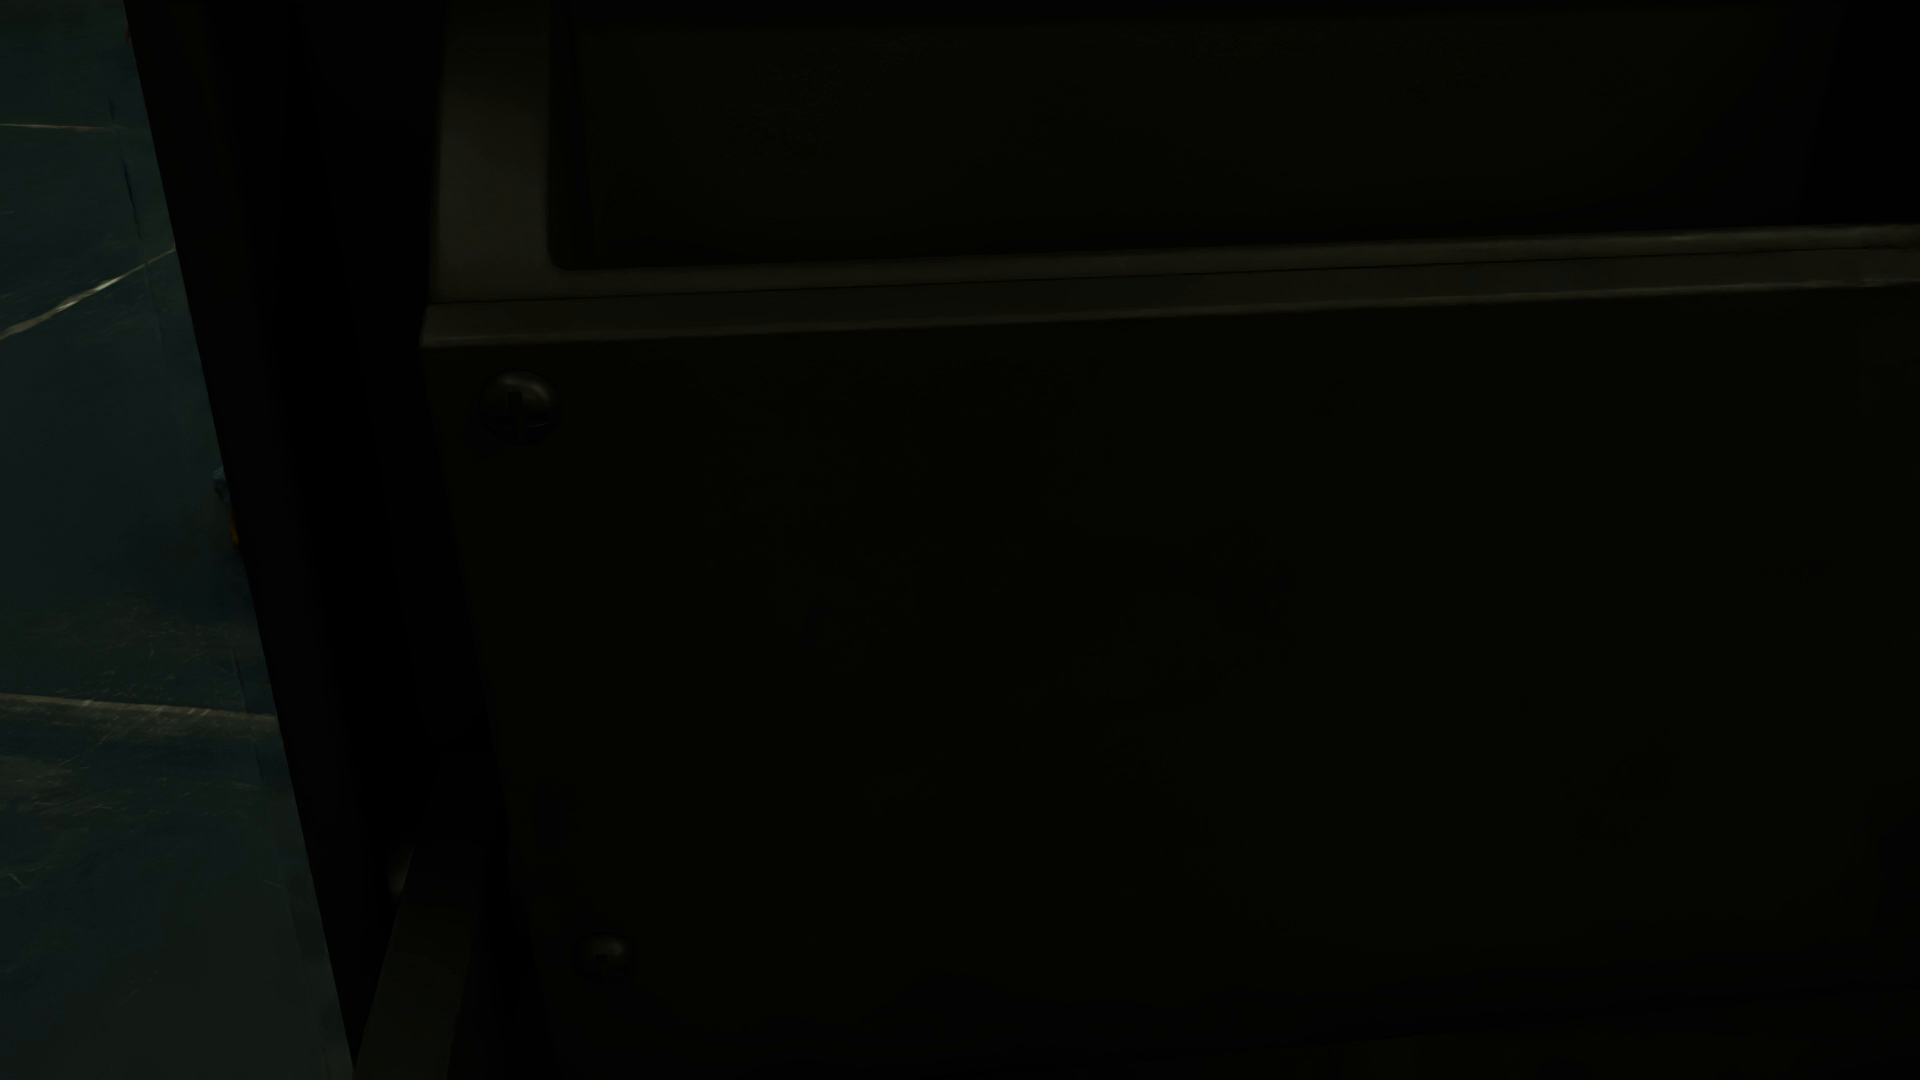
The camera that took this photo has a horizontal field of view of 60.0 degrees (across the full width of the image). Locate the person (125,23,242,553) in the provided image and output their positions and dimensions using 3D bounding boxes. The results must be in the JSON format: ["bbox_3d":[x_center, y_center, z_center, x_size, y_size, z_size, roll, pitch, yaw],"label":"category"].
[{"bbox_3d":[-0.897,-0.833,2.269,0.473,1.727,0.896,-6,27,-12],"label":"person"}]

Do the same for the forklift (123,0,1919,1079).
[{"bbox_3d":[0.350,-0.449,0.116,1.130,2.935,3.031,-3,27,-6],"label":"forklift"}]
